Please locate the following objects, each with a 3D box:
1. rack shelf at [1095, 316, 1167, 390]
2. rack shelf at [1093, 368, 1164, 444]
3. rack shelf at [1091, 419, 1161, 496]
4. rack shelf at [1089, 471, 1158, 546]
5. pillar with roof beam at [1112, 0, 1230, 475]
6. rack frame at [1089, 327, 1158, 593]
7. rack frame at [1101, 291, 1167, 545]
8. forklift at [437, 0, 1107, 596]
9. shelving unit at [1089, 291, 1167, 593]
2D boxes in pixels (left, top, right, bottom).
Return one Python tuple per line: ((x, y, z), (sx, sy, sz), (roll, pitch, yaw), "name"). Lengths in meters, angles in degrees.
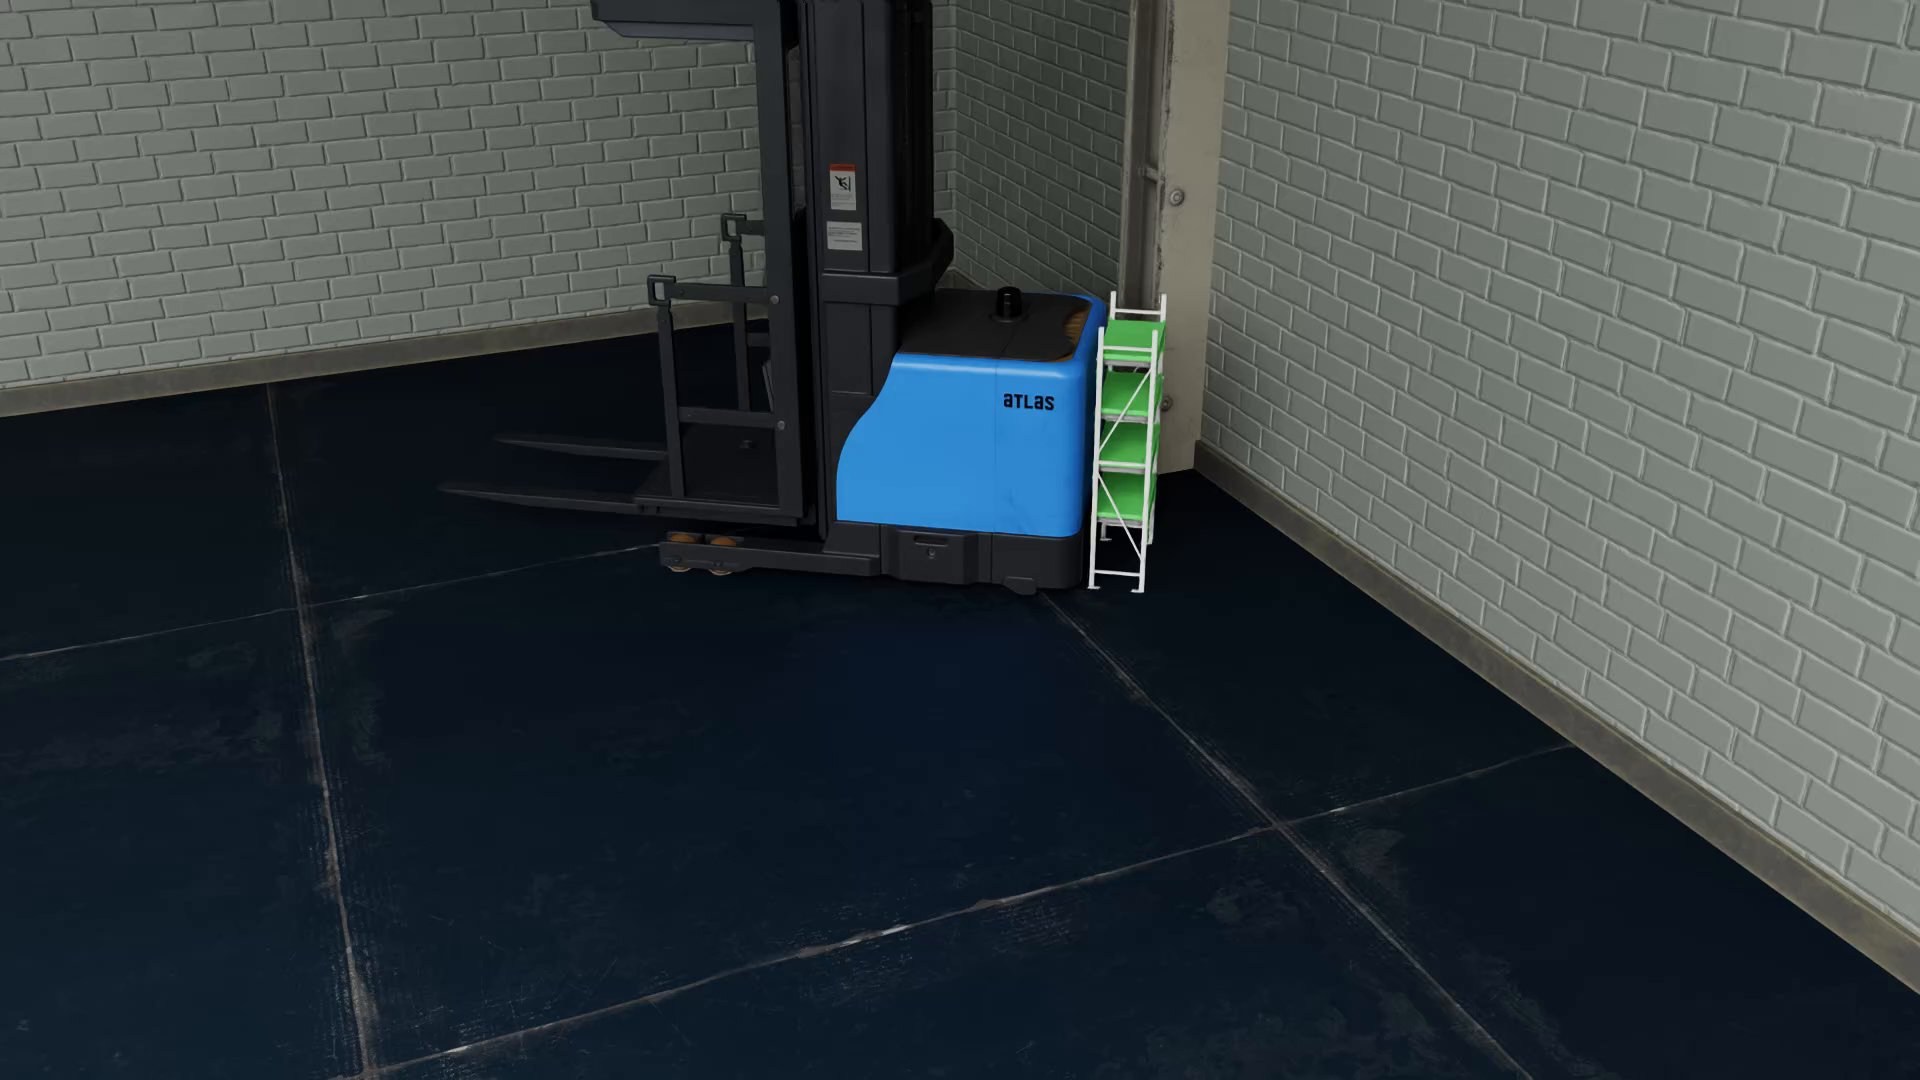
((0.731, -0.799, 7.071), (0.258, 0.148, 0.480), (5, 26, 9), "rack shelf")
((0.731, -0.583, 7.176), (0.258, 0.148, 0.480), (5, 26, 9), "rack shelf")
((0.731, -0.368, 7.281), (0.258, 0.148, 0.480), (5, 26, 9), "rack shelf")
((0.731, -0.152, 7.386), (0.258, 0.148, 0.480), (5, 26, 9), "rack shelf")
((-2.954, -3.732, 5.137), (9.100, 9.000, 0.400), (-11, 28, -21), "pillar with roof beam")
((0.686, -0.320, 7.038), (0.240, 1.200, 0.015), (5, 26, 9), "rack frame")
((0.775, -0.530, 7.469), (0.240, 1.200, 0.015), (5, 26, 9), "rack frame")
((-0.886, -1.380, 7.236), (3.031, 2.935, 1.130), (5, 26, 9), "forklift")
((0.731, -0.425, 7.253), (0.258, 1.200, 0.503), (5, 26, 9), "shelving unit")
